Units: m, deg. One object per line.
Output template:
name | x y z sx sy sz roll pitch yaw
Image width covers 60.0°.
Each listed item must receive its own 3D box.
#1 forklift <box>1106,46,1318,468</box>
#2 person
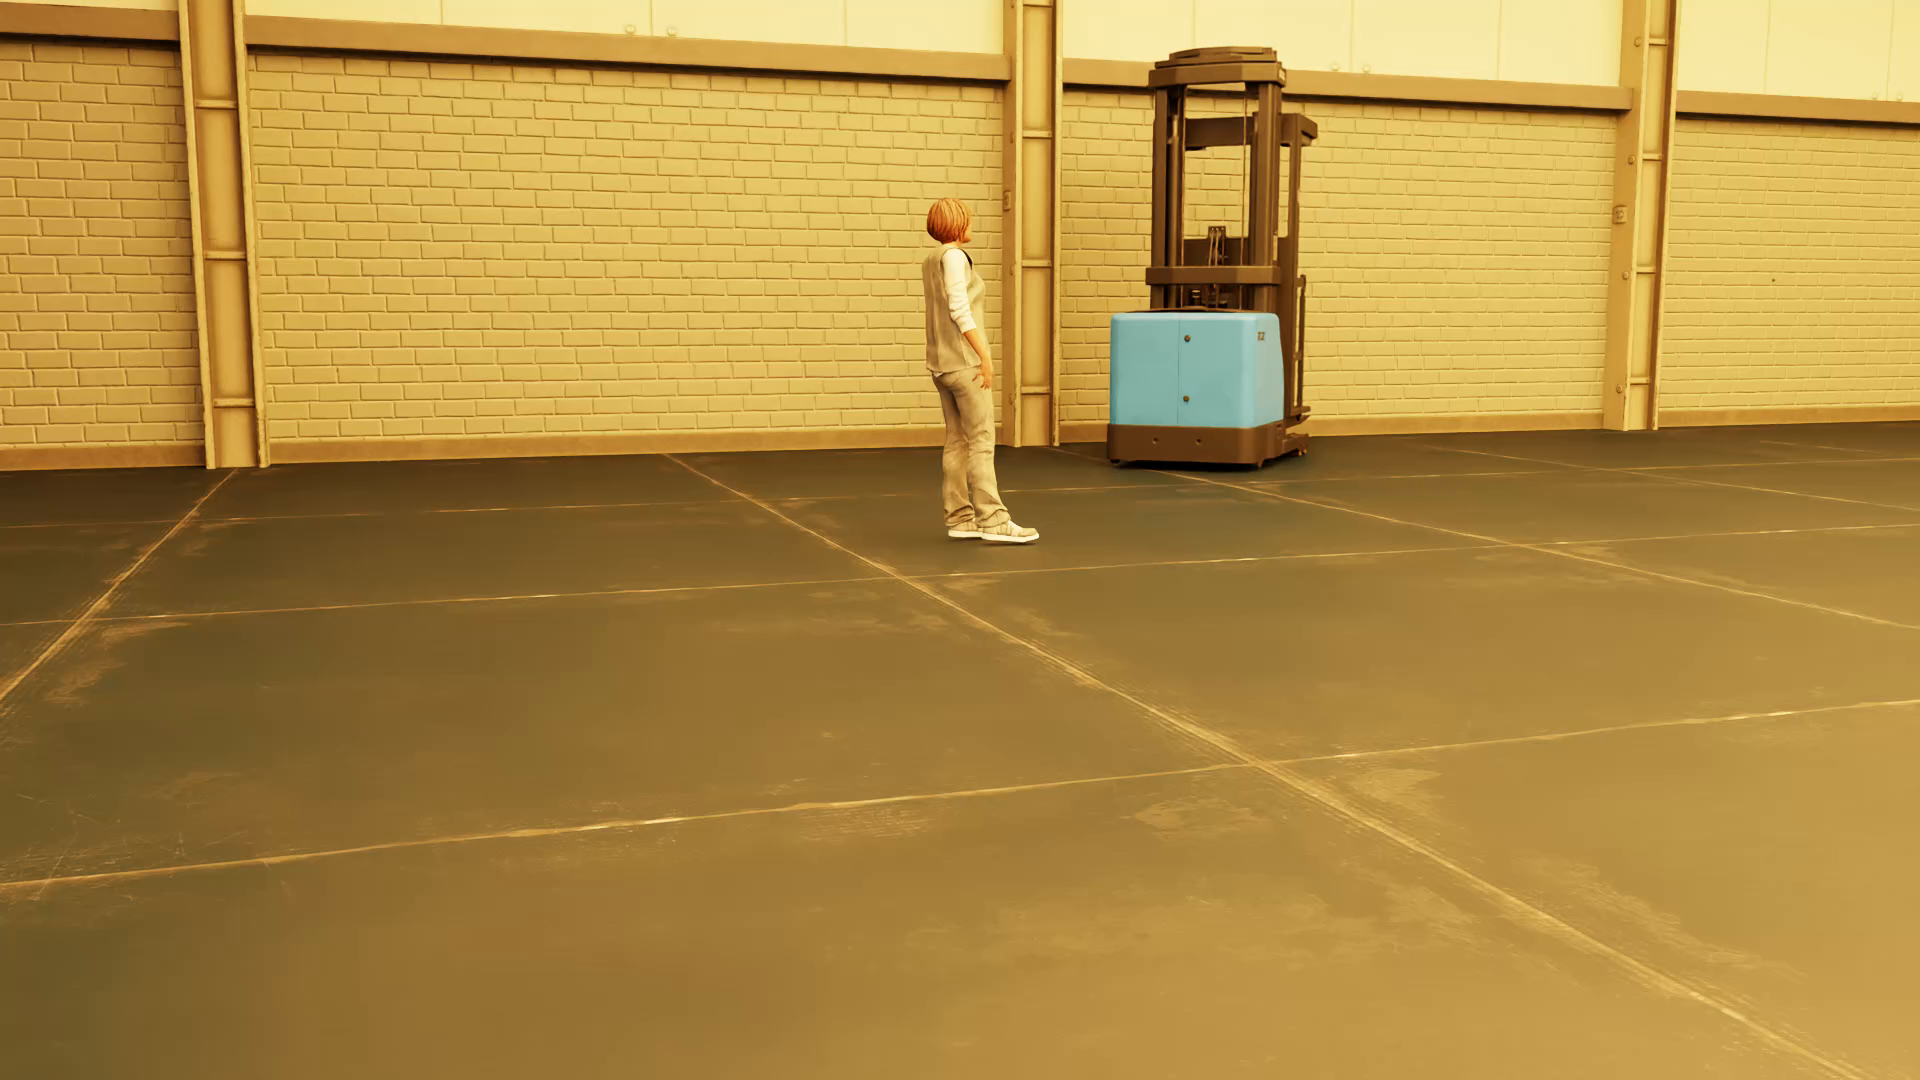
forklift | 2.044 -2.104 12.519 1.130 2.935 3.031 3 8 22
person | 0.075 -0.800 7.826 0.473 1.599 0.521 -3 8 -18
